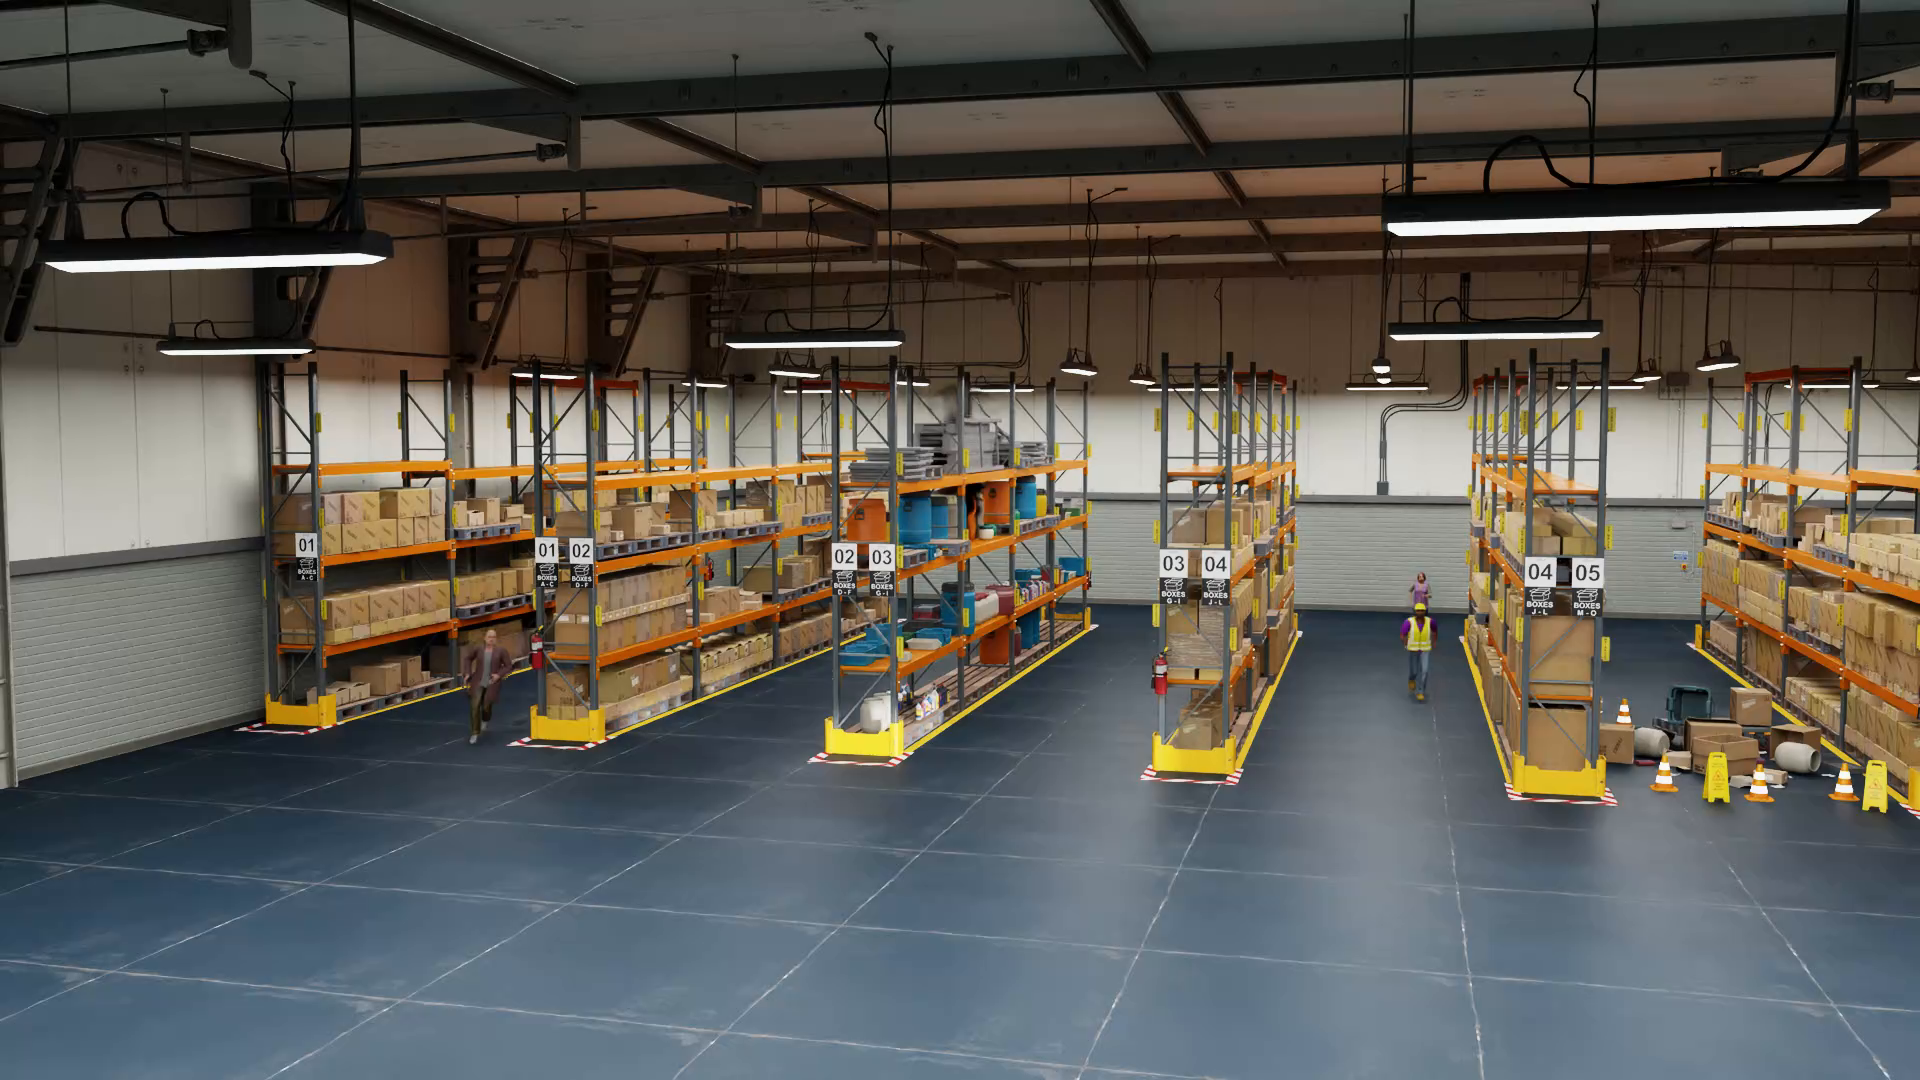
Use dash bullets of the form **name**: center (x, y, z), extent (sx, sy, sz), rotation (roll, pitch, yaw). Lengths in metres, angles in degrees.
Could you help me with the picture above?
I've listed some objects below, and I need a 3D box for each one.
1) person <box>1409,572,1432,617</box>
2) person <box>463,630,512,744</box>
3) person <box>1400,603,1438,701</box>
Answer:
- **person**: center (10.444, 1.546, 37.743), extent (0.508, 1.648, 0.728), rotation (1, 4, 12)
- **person**: center (-7.484, 2.309, 26.357), extent (0.760, 1.767, 0.851), rotation (0, 4, -7)
- **person**: center (8.355, 2.000, 30.274), extent (0.686, 1.745, 0.899), rotation (1, 4, 9)
